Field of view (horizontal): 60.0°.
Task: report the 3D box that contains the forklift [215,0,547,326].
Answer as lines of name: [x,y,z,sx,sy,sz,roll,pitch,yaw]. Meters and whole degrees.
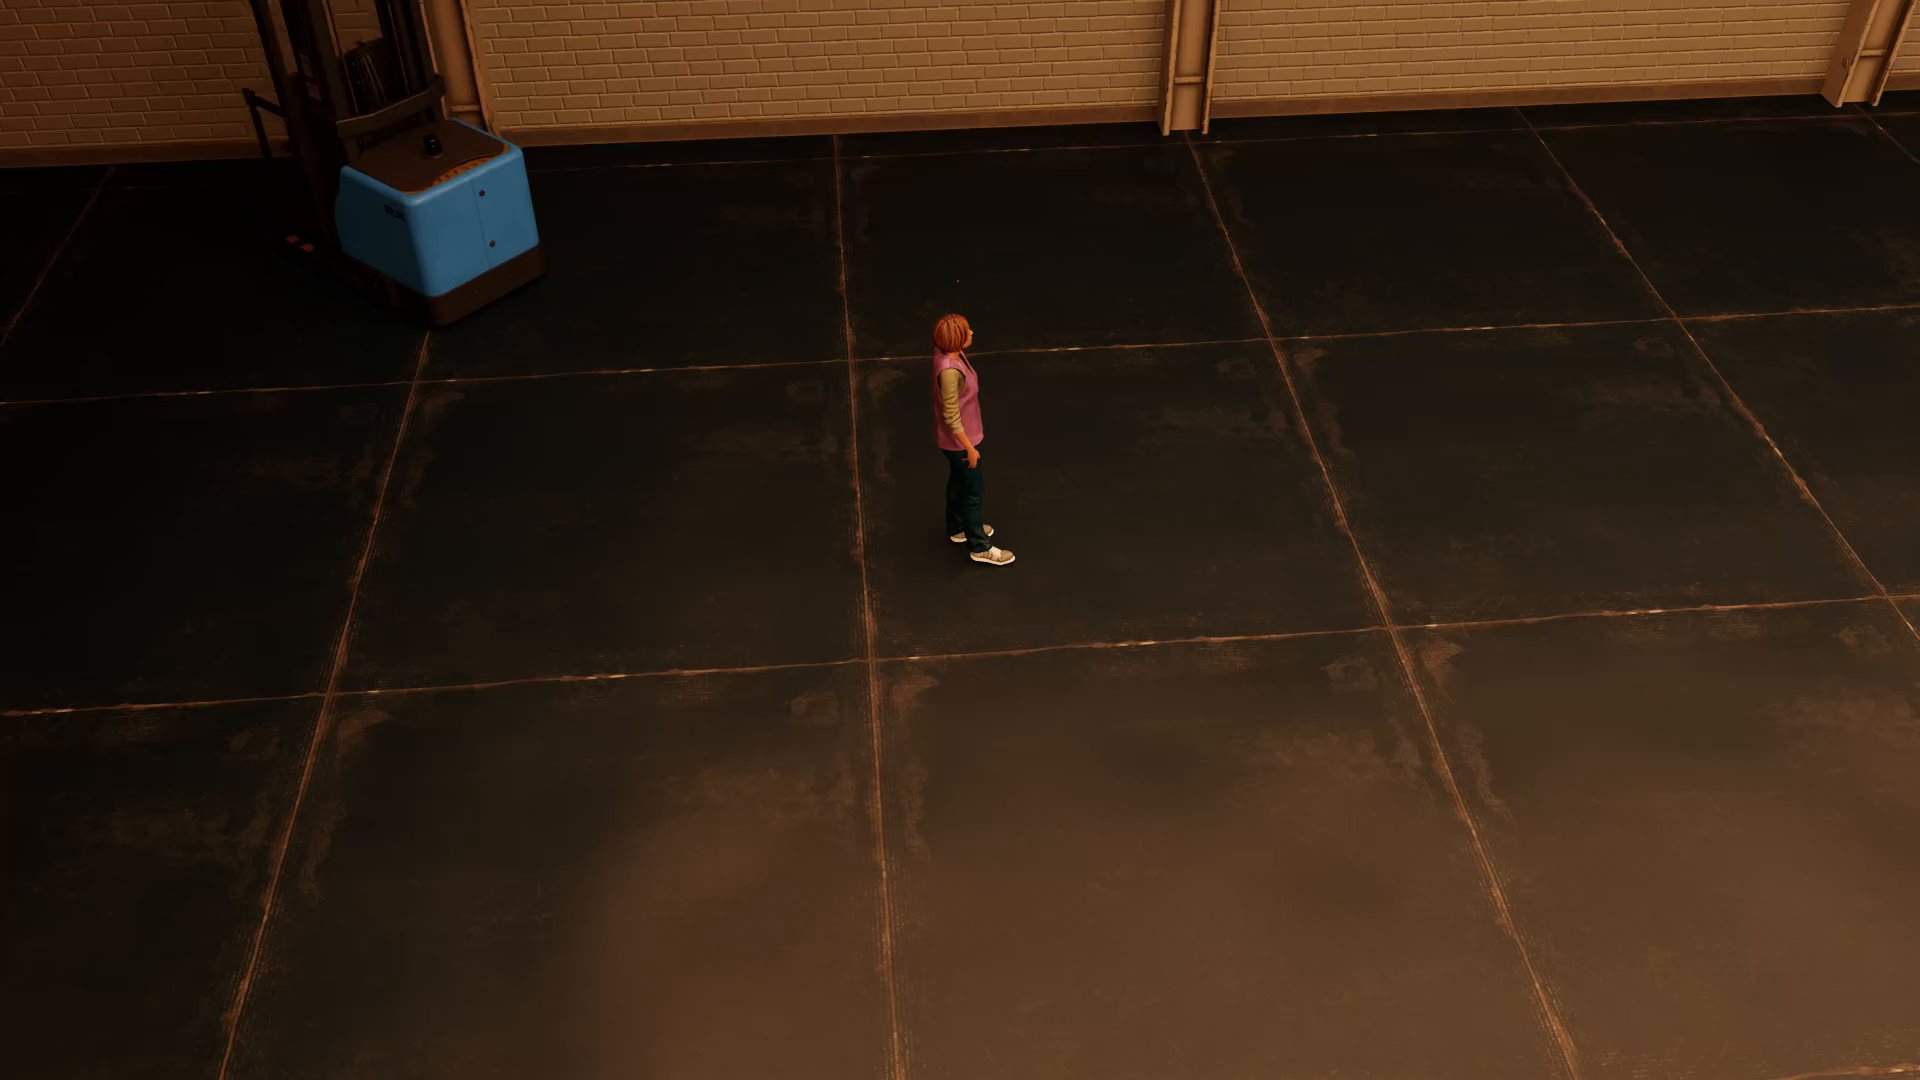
forklift: [-4.560,-3.435,11.954,3.031,2.935,1.130,27,48,28]

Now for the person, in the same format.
person: [0.076,-0.608,9.664,0.473,1.599,0.521,-3,41,-4]
